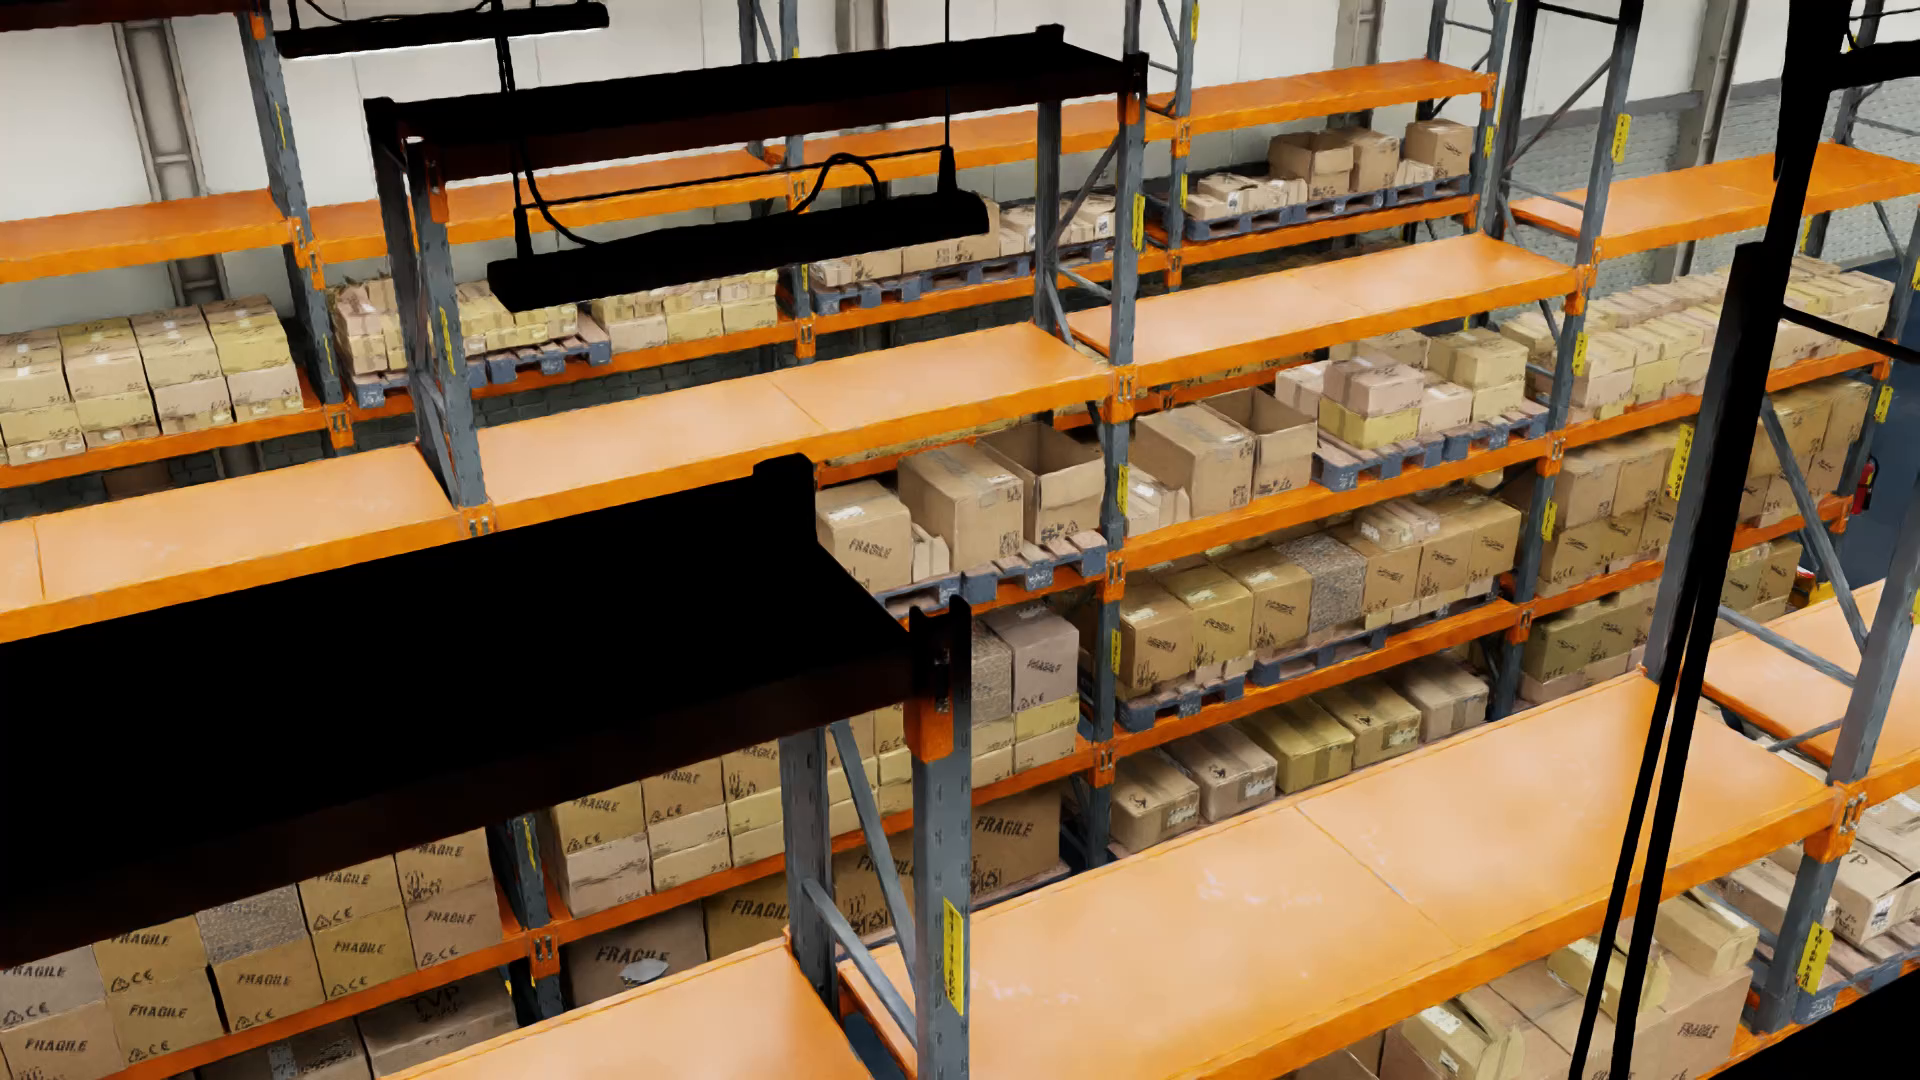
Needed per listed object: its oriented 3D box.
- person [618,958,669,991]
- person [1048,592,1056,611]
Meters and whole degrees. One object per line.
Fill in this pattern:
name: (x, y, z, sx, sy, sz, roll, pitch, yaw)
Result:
person: (-1.719, 3.063, 9.415, 0.591, 1.662, 0.548, -6, 28, -10)
person: (0.489, 0.805, 13.541, 0.655, 1.782, 0.577, 2, 28, 3)
